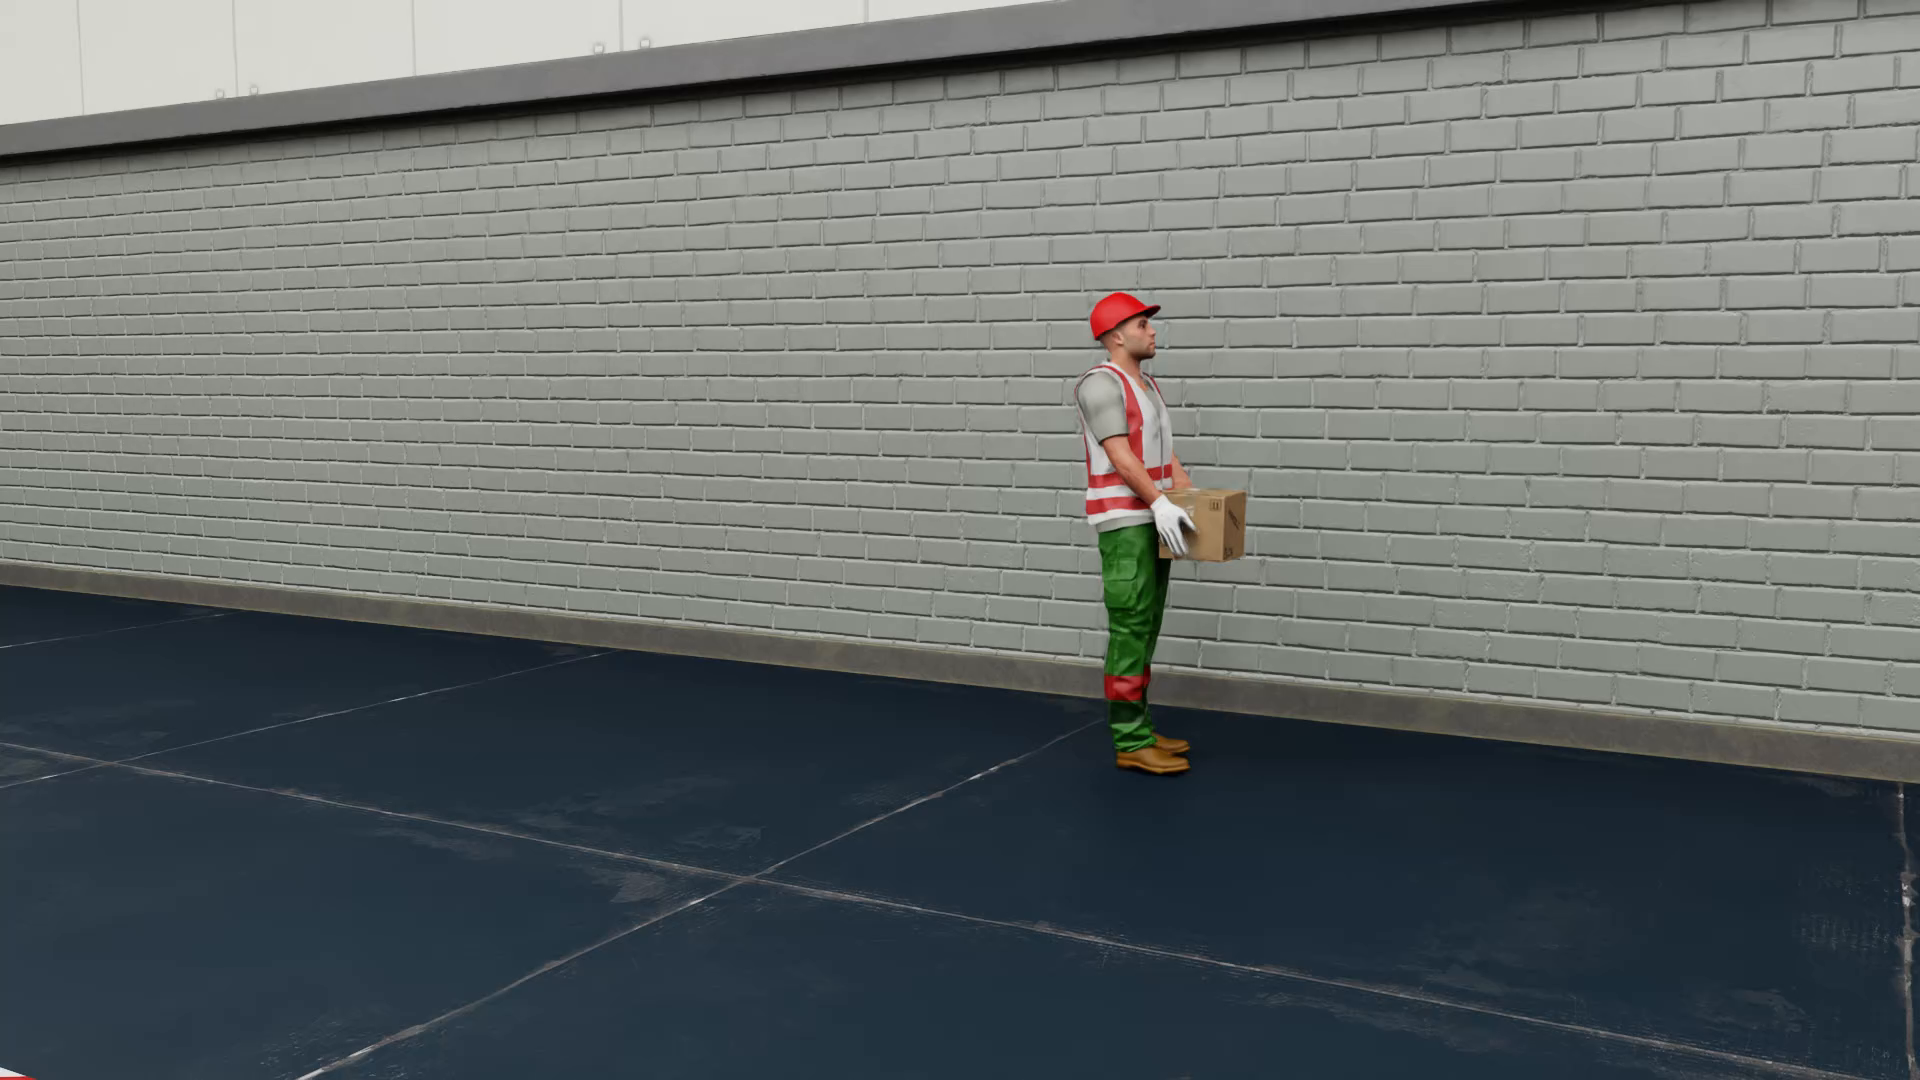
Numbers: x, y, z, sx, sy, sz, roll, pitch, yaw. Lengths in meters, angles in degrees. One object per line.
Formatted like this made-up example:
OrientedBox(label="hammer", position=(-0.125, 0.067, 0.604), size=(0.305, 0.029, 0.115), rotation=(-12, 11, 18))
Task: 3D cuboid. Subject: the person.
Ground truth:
OrientedBox(label="person", position=(0.725, -0.047, 6.367), size=(0.511, 1.793, 0.529), rotation=(3, 7, 28))
